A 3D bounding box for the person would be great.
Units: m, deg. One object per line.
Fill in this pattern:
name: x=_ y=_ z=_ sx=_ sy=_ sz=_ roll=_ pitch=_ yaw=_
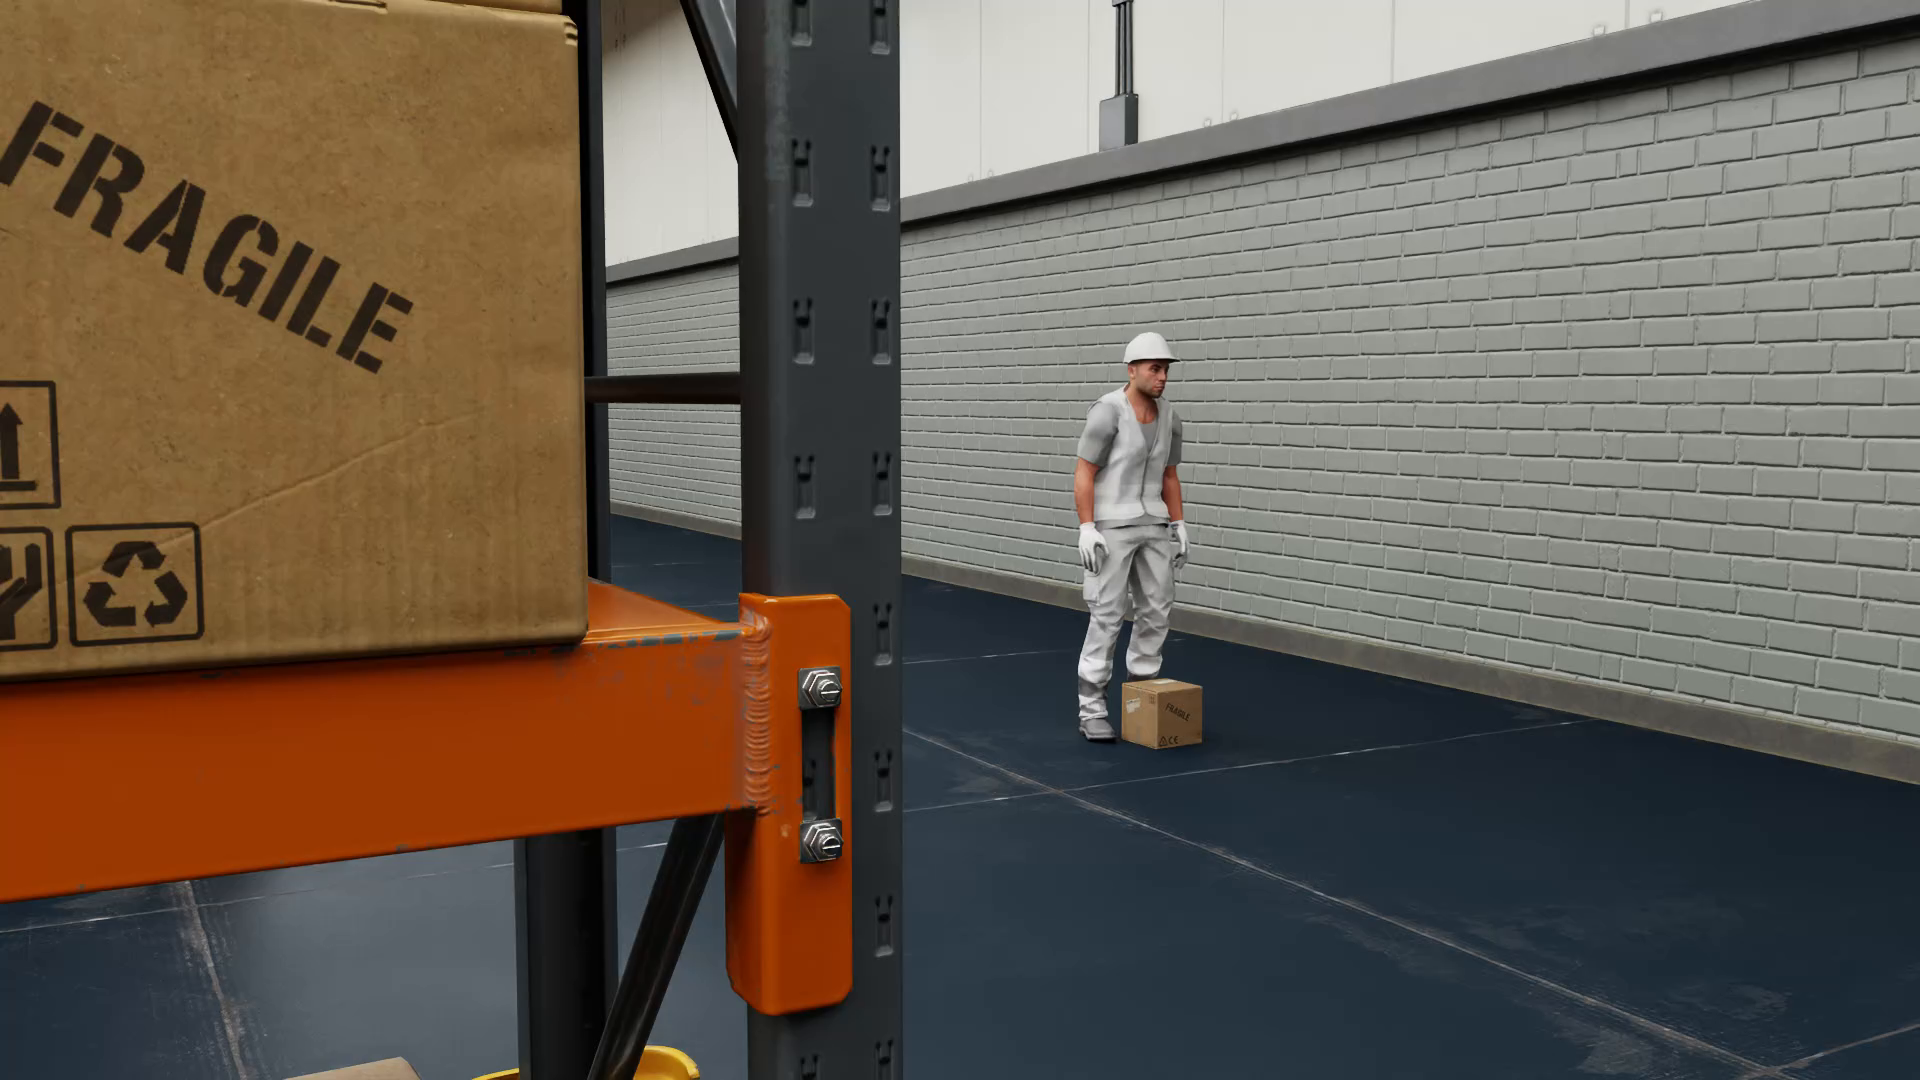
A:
person: x=0.773 y=-0.023 z=7.372 sx=0.618 sy=1.779 sz=0.451 roll=-3 pitch=6 yaw=-32
